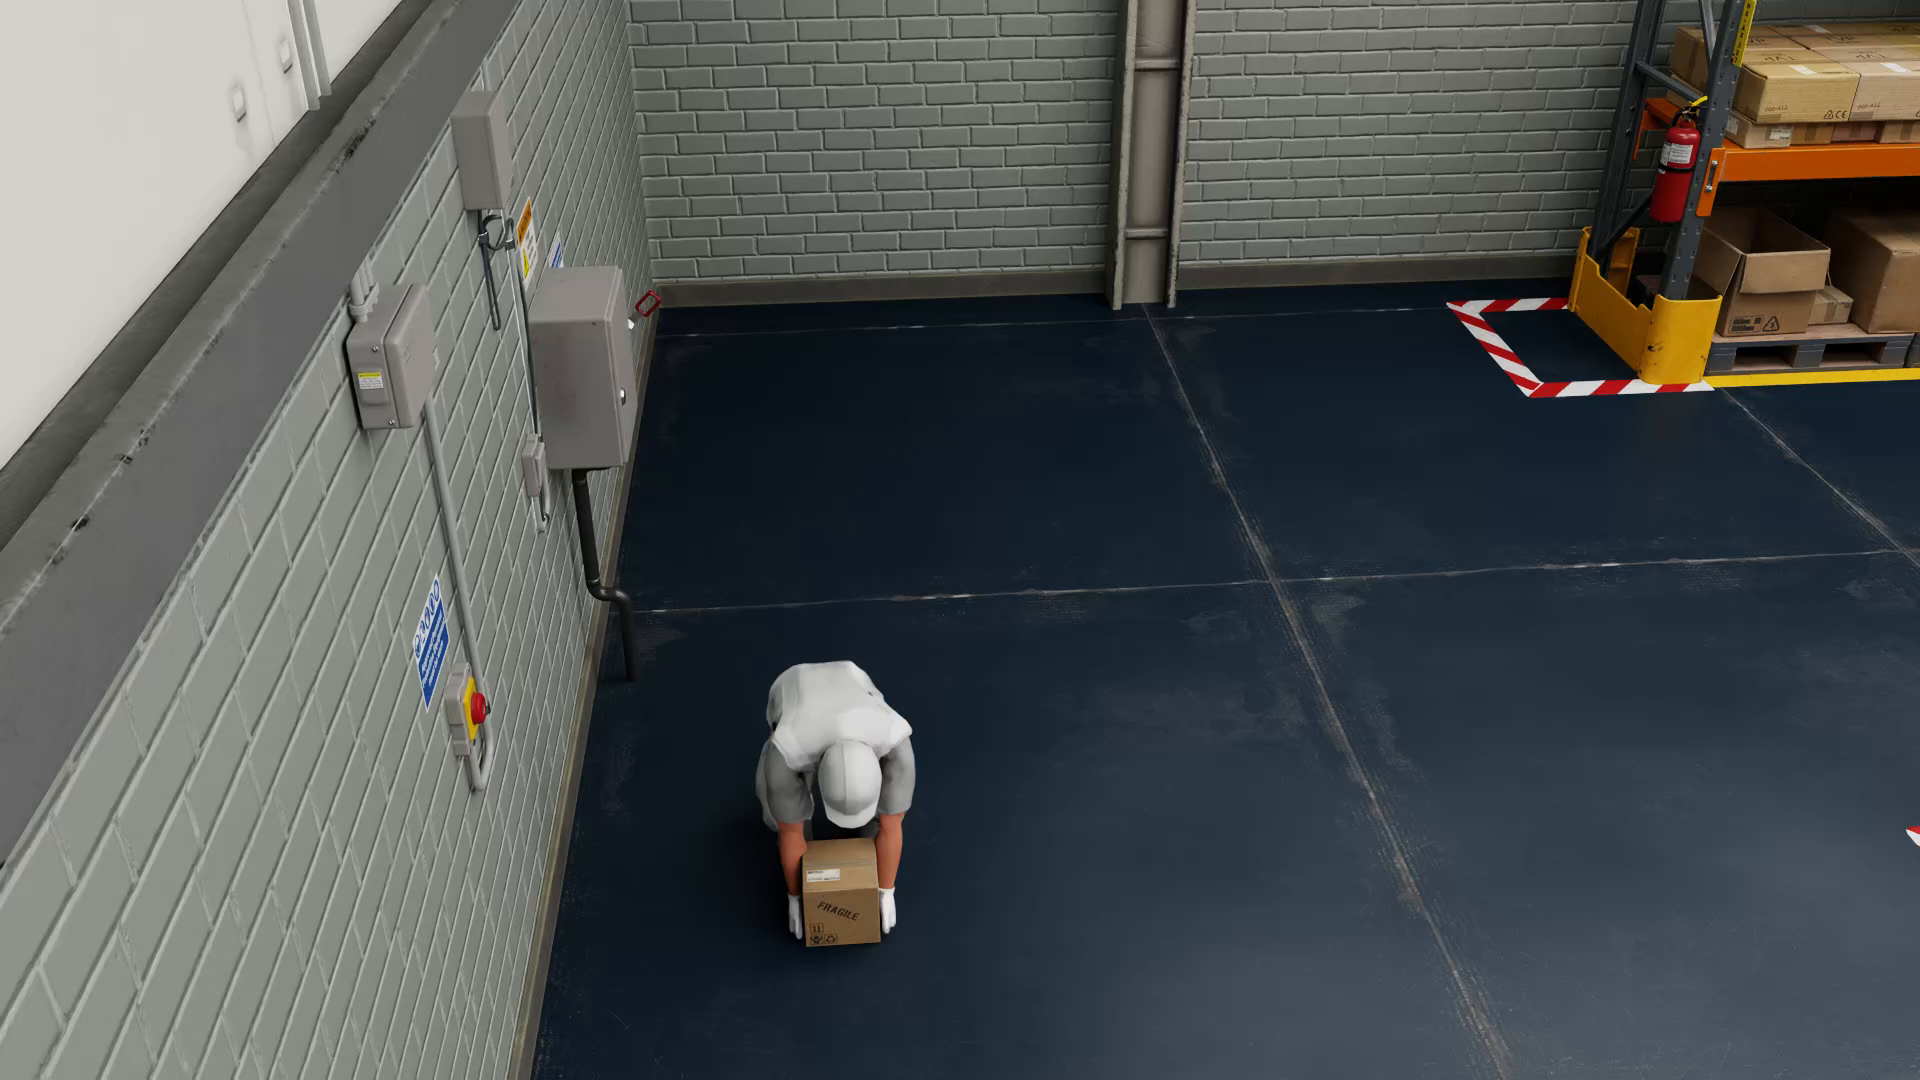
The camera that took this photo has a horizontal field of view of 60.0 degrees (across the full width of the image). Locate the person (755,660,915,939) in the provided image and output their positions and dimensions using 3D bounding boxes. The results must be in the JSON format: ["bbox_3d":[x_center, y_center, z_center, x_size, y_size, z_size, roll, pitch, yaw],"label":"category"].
[{"bbox_3d":[-0.433,0.848,5.748,0.543,0.861,0.931,-3,31,-5],"label":"person"}]
